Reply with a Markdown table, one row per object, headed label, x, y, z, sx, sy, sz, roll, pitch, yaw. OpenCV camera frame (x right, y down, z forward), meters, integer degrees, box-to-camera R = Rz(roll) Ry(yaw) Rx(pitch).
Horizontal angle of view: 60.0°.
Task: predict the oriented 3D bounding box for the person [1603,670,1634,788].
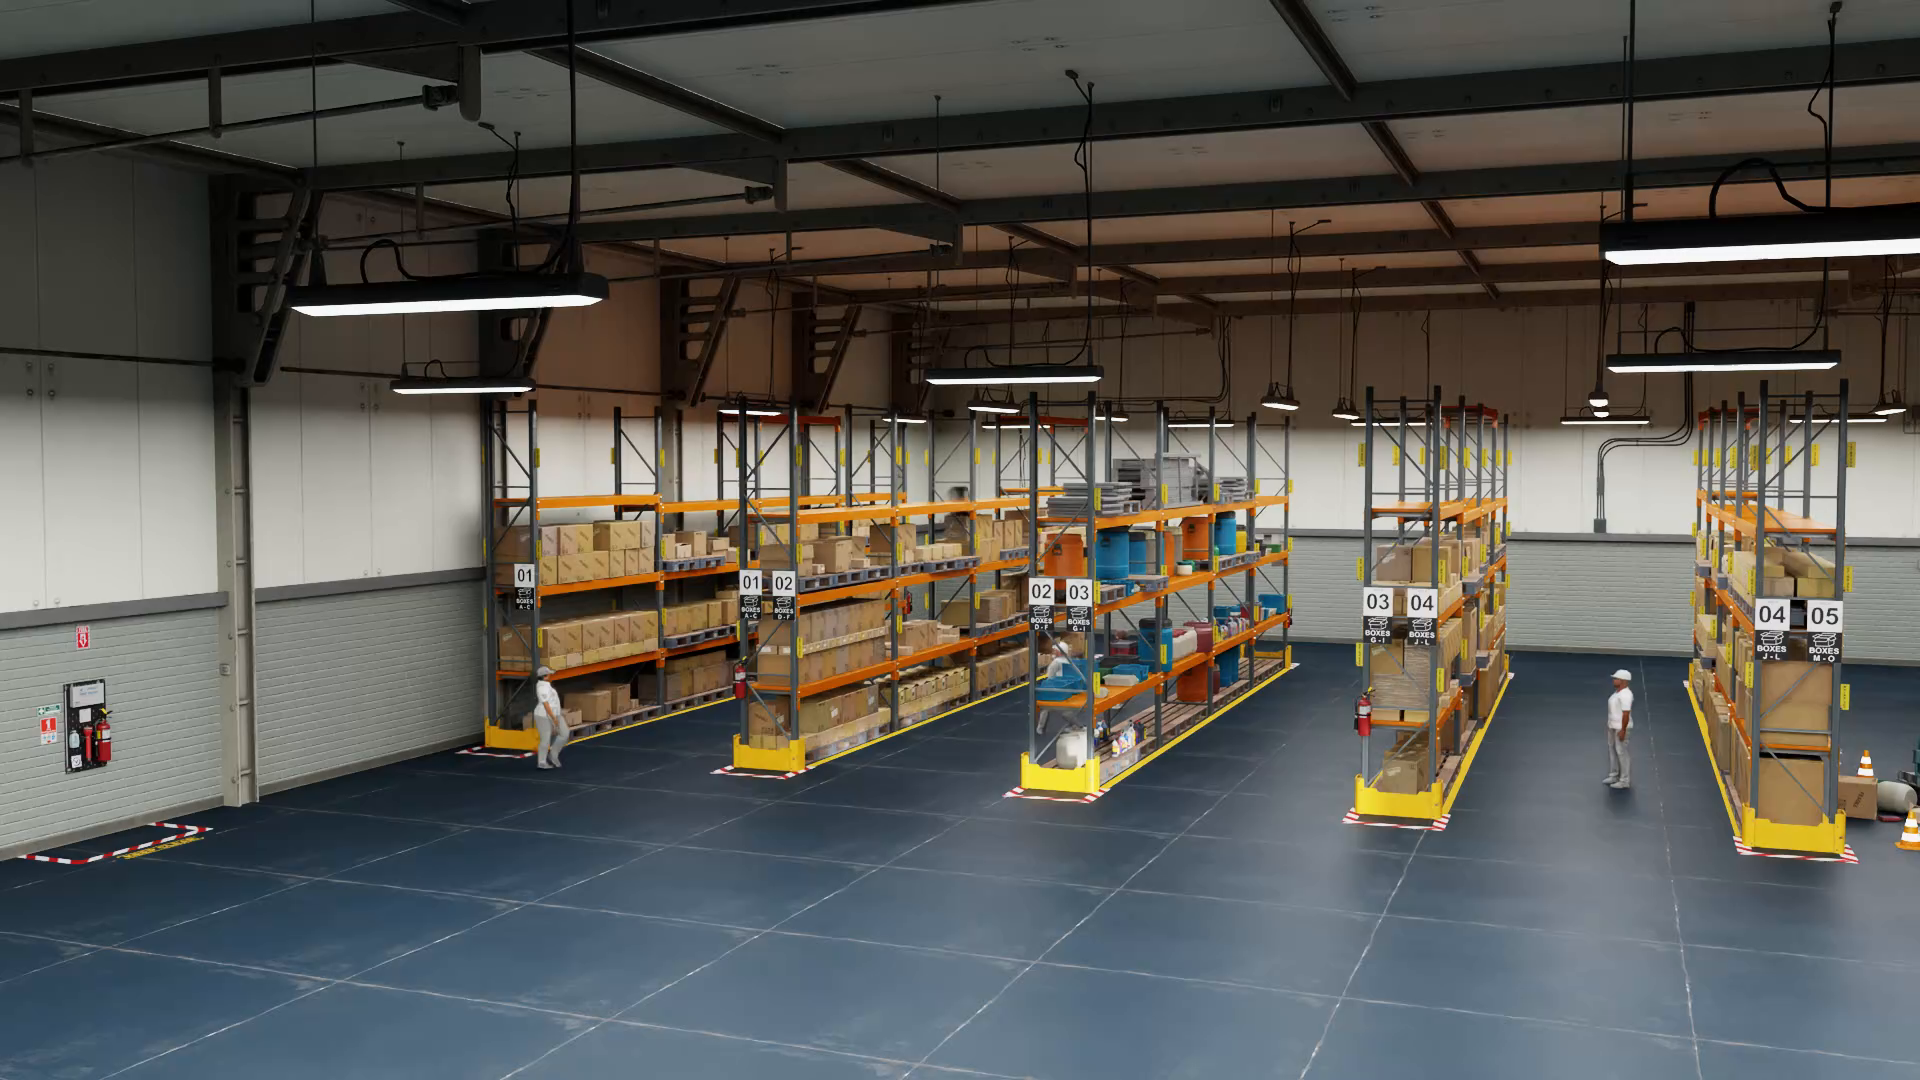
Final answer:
| label | x | y | z | sx | sy | sz | roll | pitch | yaw |
| --- | --- | --- | --- | --- | --- | --- | --- | --- | --- |
| person | 10.048 | 2.859 | 25.333 | 0.411 | 1.772 | 0.615 | 0 | 3 | -3 |

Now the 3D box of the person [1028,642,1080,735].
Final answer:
| label | x | y | z | sx | sy | sz | roll | pitch | yaw |
| --- | --- | --- | --- | --- | --- | --- | --- | --- | --- |
| person | 1.735 | 2.671 | 29.835 | 0.951 | 1.706 | 0.518 | -1 | 3 | -21 |

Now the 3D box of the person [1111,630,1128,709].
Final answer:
| label | x | y | z | sx | sy | sz | roll | pitch | yaw |
| --- | --- | --- | --- | --- | --- | --- | --- | --- | --- |
| person | 3.125 | 2.579 | 33.268 | 0.395 | 1.590 | 0.452 | -1 | 3 | -11 |

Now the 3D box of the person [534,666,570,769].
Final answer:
| label | x | y | z | sx | sy | sz | roll | pitch | yaw |
| --- | --- | --- | --- | --- | --- | --- | --- | --- | --- |
| person | -6.595 | 2.856 | 26.670 | 0.504 | 1.670 | 0.515 | 1 | 3 | 24 |
